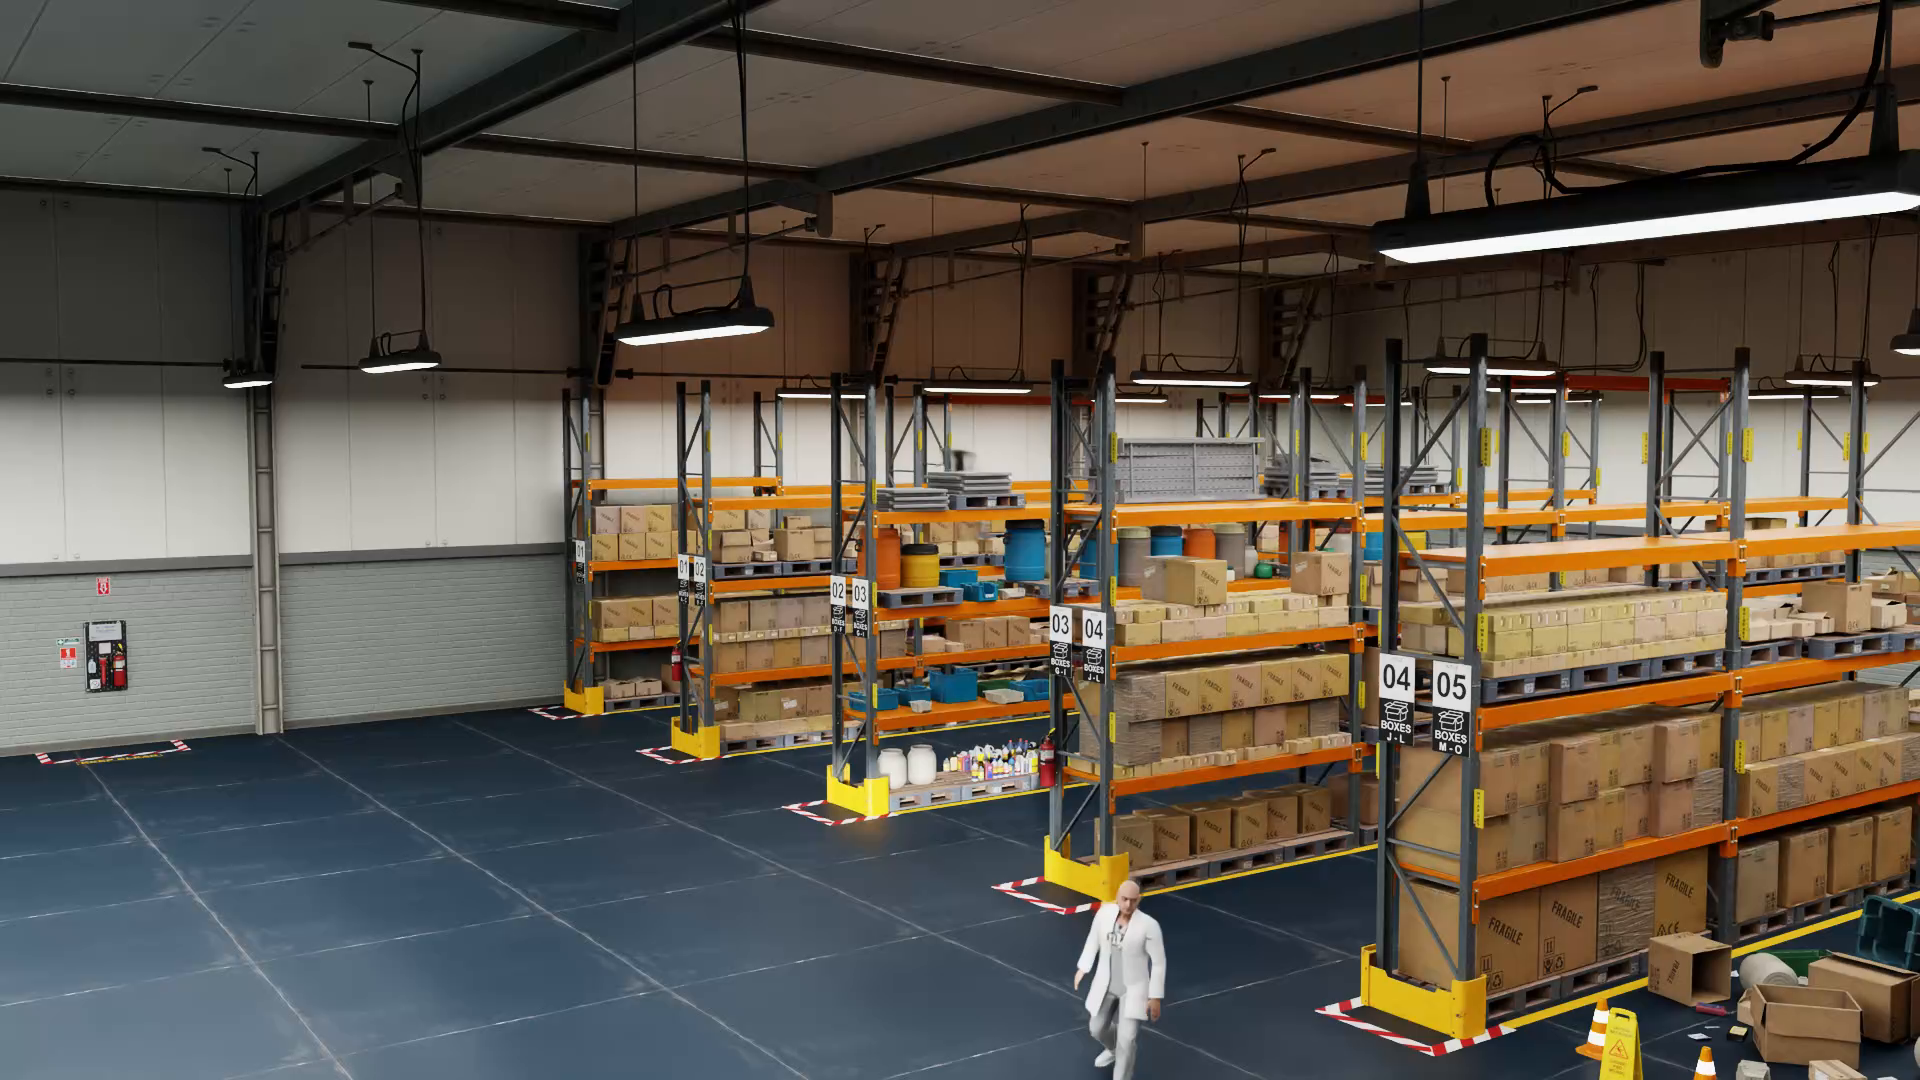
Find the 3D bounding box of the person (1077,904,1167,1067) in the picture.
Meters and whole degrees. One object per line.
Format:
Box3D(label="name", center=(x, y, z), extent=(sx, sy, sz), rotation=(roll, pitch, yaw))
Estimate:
Box3D(label="person", center=(1.289, 3.563, 13.038), extent=(0.771, 1.517, 0.826), rotation=(2, 4, 24))
